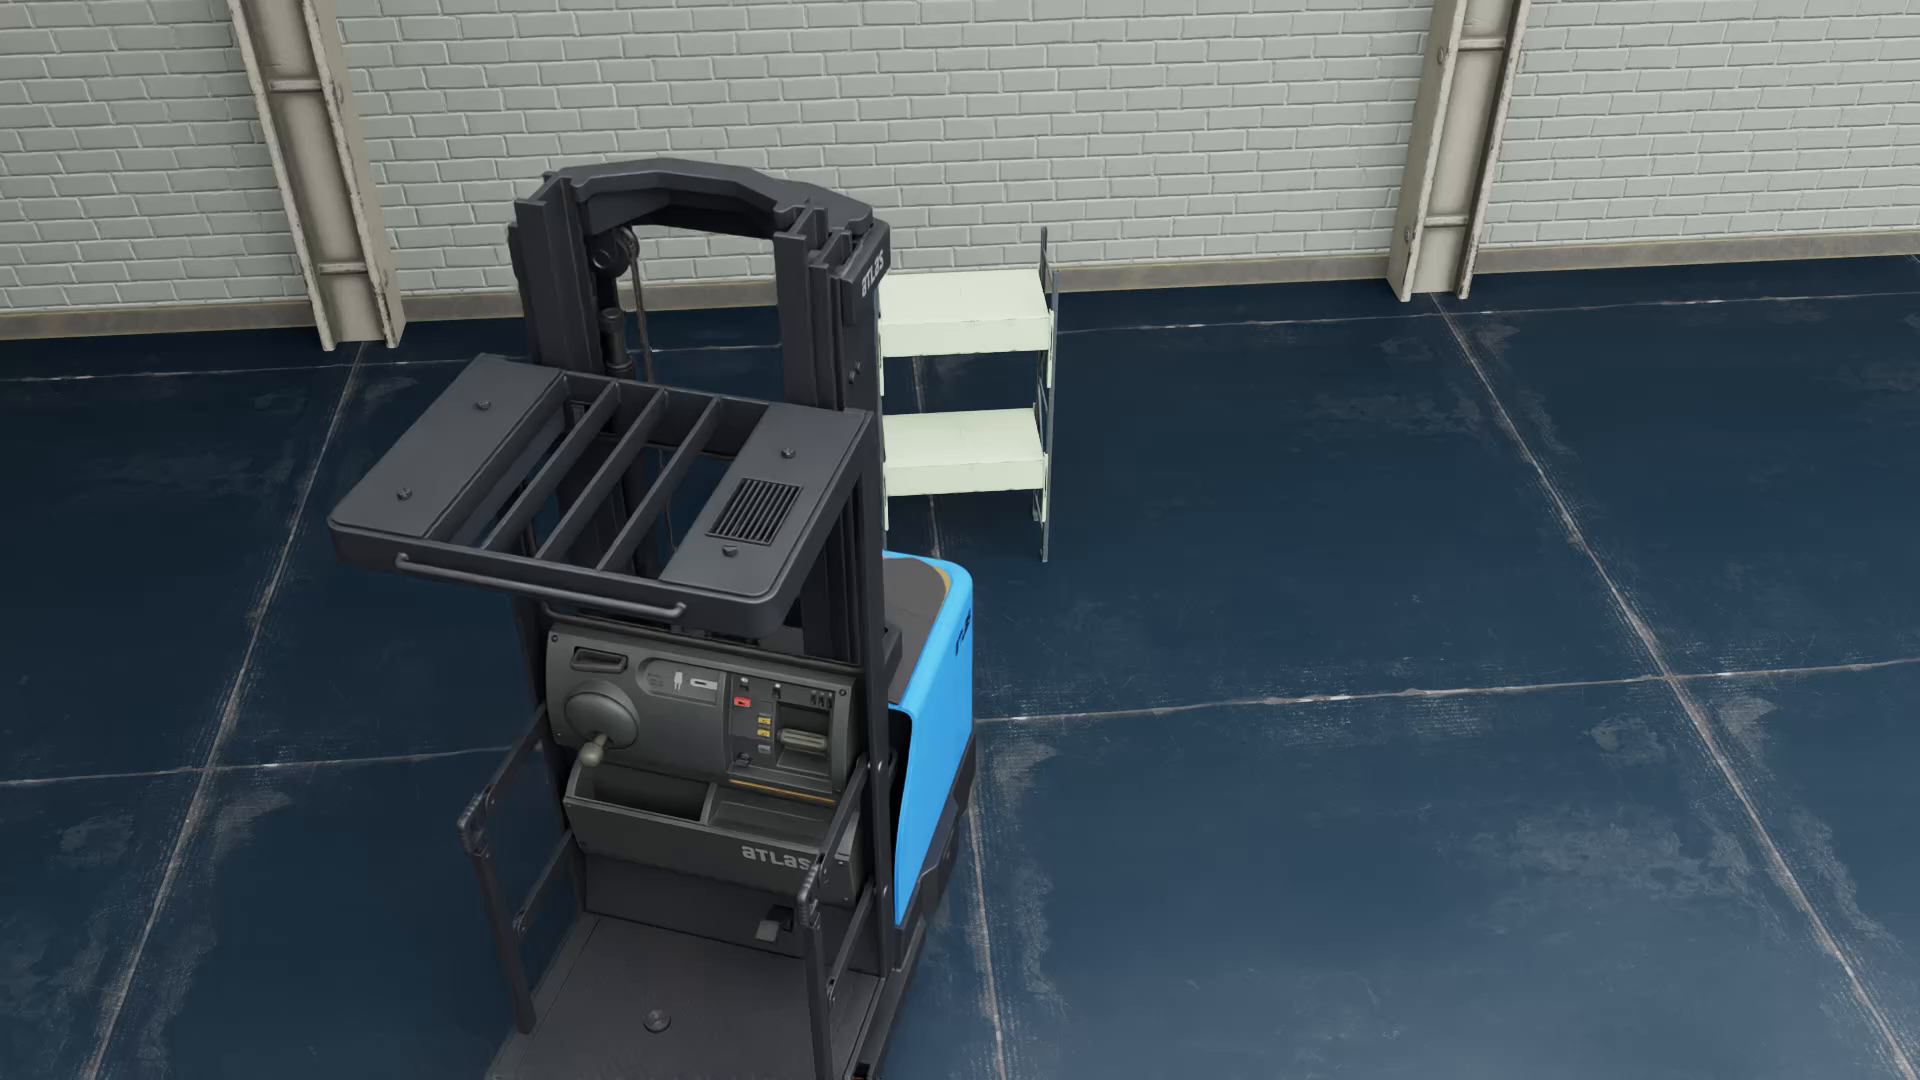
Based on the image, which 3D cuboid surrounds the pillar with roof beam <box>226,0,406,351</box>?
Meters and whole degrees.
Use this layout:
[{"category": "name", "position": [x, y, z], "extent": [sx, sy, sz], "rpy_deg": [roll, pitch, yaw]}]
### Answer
[{"category": "pillar with roof beam", "position": [-2.903, -2.012, 3.035], "extent": [0.400, 9.000, 9.100], "rpy_deg": [-3, 38, -4]}]

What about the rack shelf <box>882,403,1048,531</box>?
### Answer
[{"category": "rack shelf", "position": [0.007, -0.333, 7.488], "extent": [0.720, 0.370, 0.431], "rpy_deg": [-3, 38, -4]}]

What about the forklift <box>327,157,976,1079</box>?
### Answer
[{"category": "forklift", "position": [-0.814, 0.582, 4.646], "extent": [1.130, 2.935, 3.031], "rpy_deg": [9, 39, 12]}]

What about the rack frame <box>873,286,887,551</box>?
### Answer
[{"category": "rack frame", "position": [-0.358, -0.569, 7.260], "extent": [0.023, 1.500, 0.400], "rpy_deg": [-3, 38, -4]}]

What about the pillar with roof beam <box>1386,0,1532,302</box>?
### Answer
[{"category": "pillar with roof beam", "position": [3.073, -2.341, 3.452], "extent": [0.400, 9.000, 9.100], "rpy_deg": [-3, 38, -4]}]

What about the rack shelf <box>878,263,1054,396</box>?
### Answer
[{"category": "rack shelf", "position": [0.007, -0.896, 7.044], "extent": [0.720, 0.370, 0.431], "rpy_deg": [-3, 38, -4]}]

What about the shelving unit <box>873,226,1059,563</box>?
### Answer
[{"category": "shelving unit", "position": [0.007, -0.589, 7.286], "extent": [0.755, 1.500, 0.431], "rpy_deg": [-3, 38, -4]}]

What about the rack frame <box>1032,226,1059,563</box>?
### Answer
[{"category": "rack frame", "position": [0.371, -0.609, 7.311], "extent": [0.023, 1.500, 0.400], "rpy_deg": [-3, 38, -4]}]
